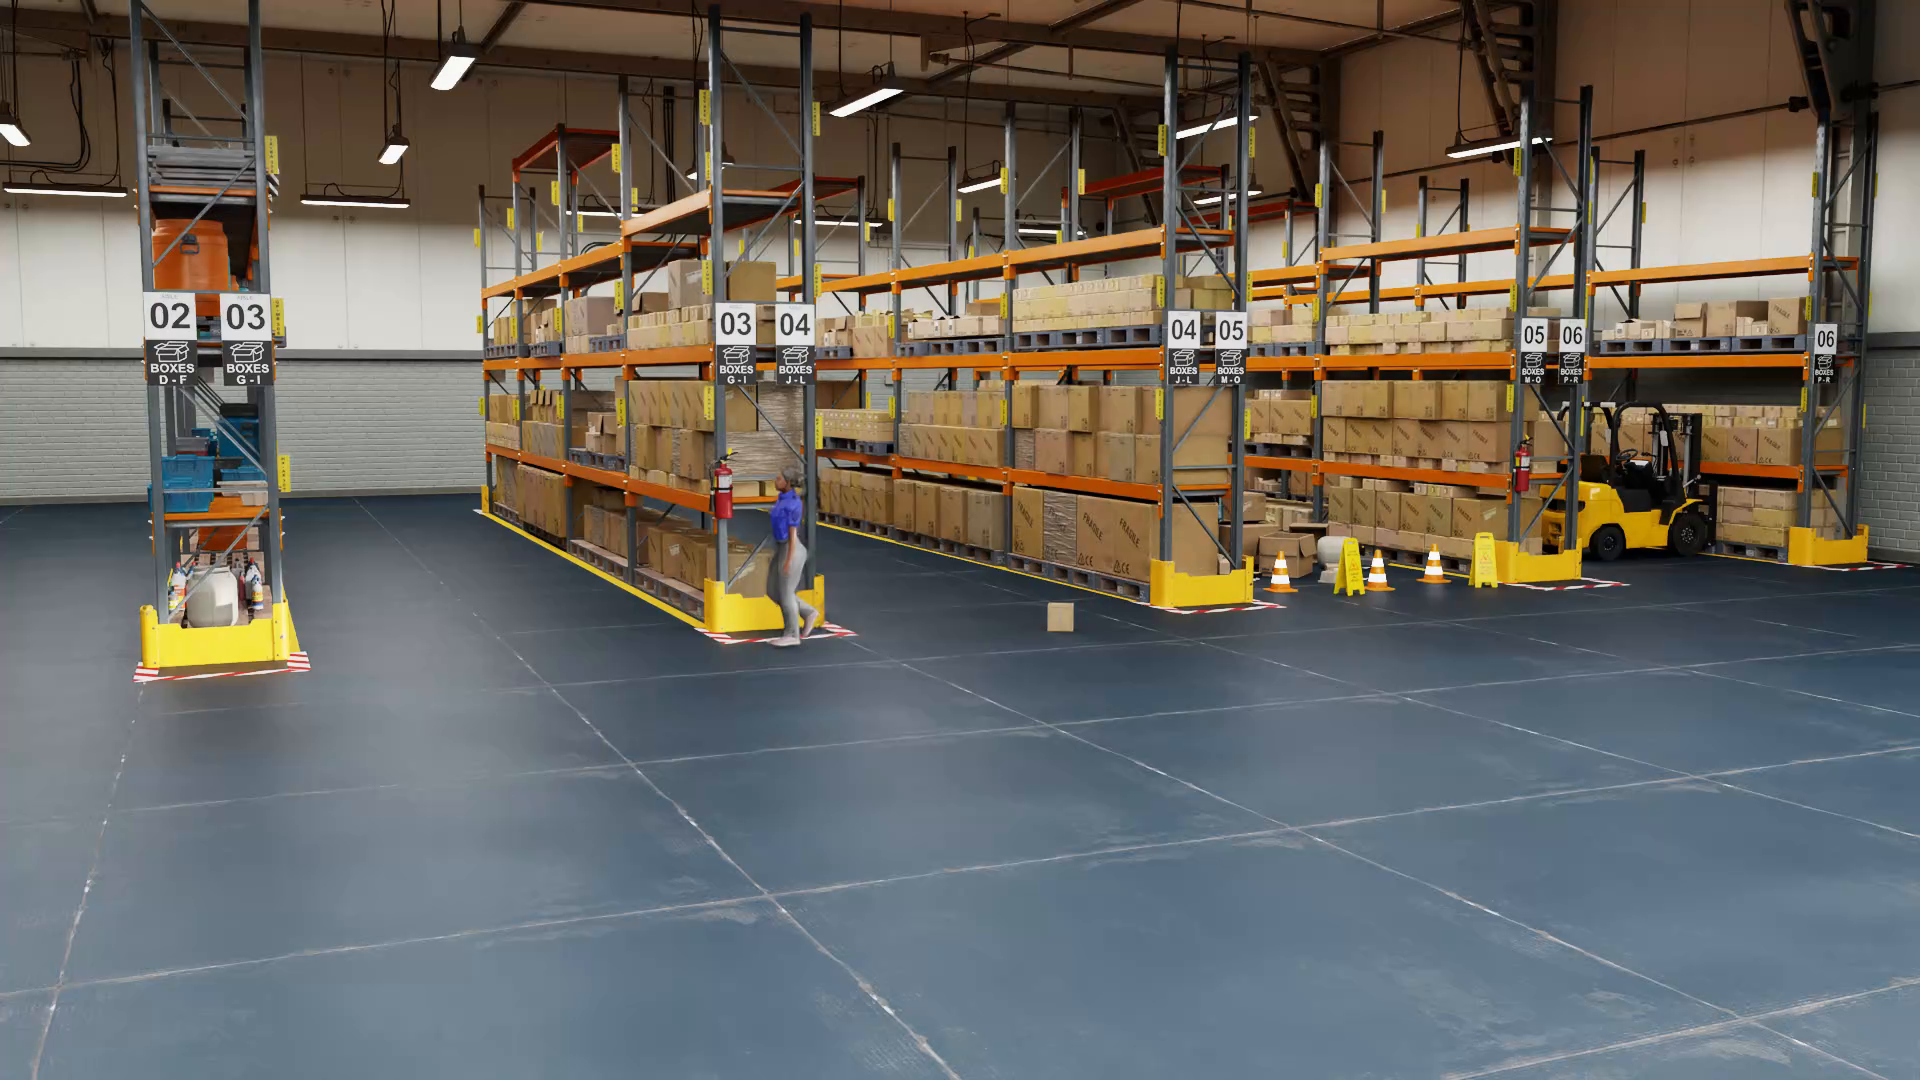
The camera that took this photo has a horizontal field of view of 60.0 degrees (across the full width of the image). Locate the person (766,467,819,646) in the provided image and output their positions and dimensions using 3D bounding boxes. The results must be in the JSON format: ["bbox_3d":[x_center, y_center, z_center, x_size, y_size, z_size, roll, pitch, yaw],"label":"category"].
[{"bbox_3d":[-1.534,0.141,15.373,0.538,1.641,0.449,-2,6,-23],"label":"person"}]
